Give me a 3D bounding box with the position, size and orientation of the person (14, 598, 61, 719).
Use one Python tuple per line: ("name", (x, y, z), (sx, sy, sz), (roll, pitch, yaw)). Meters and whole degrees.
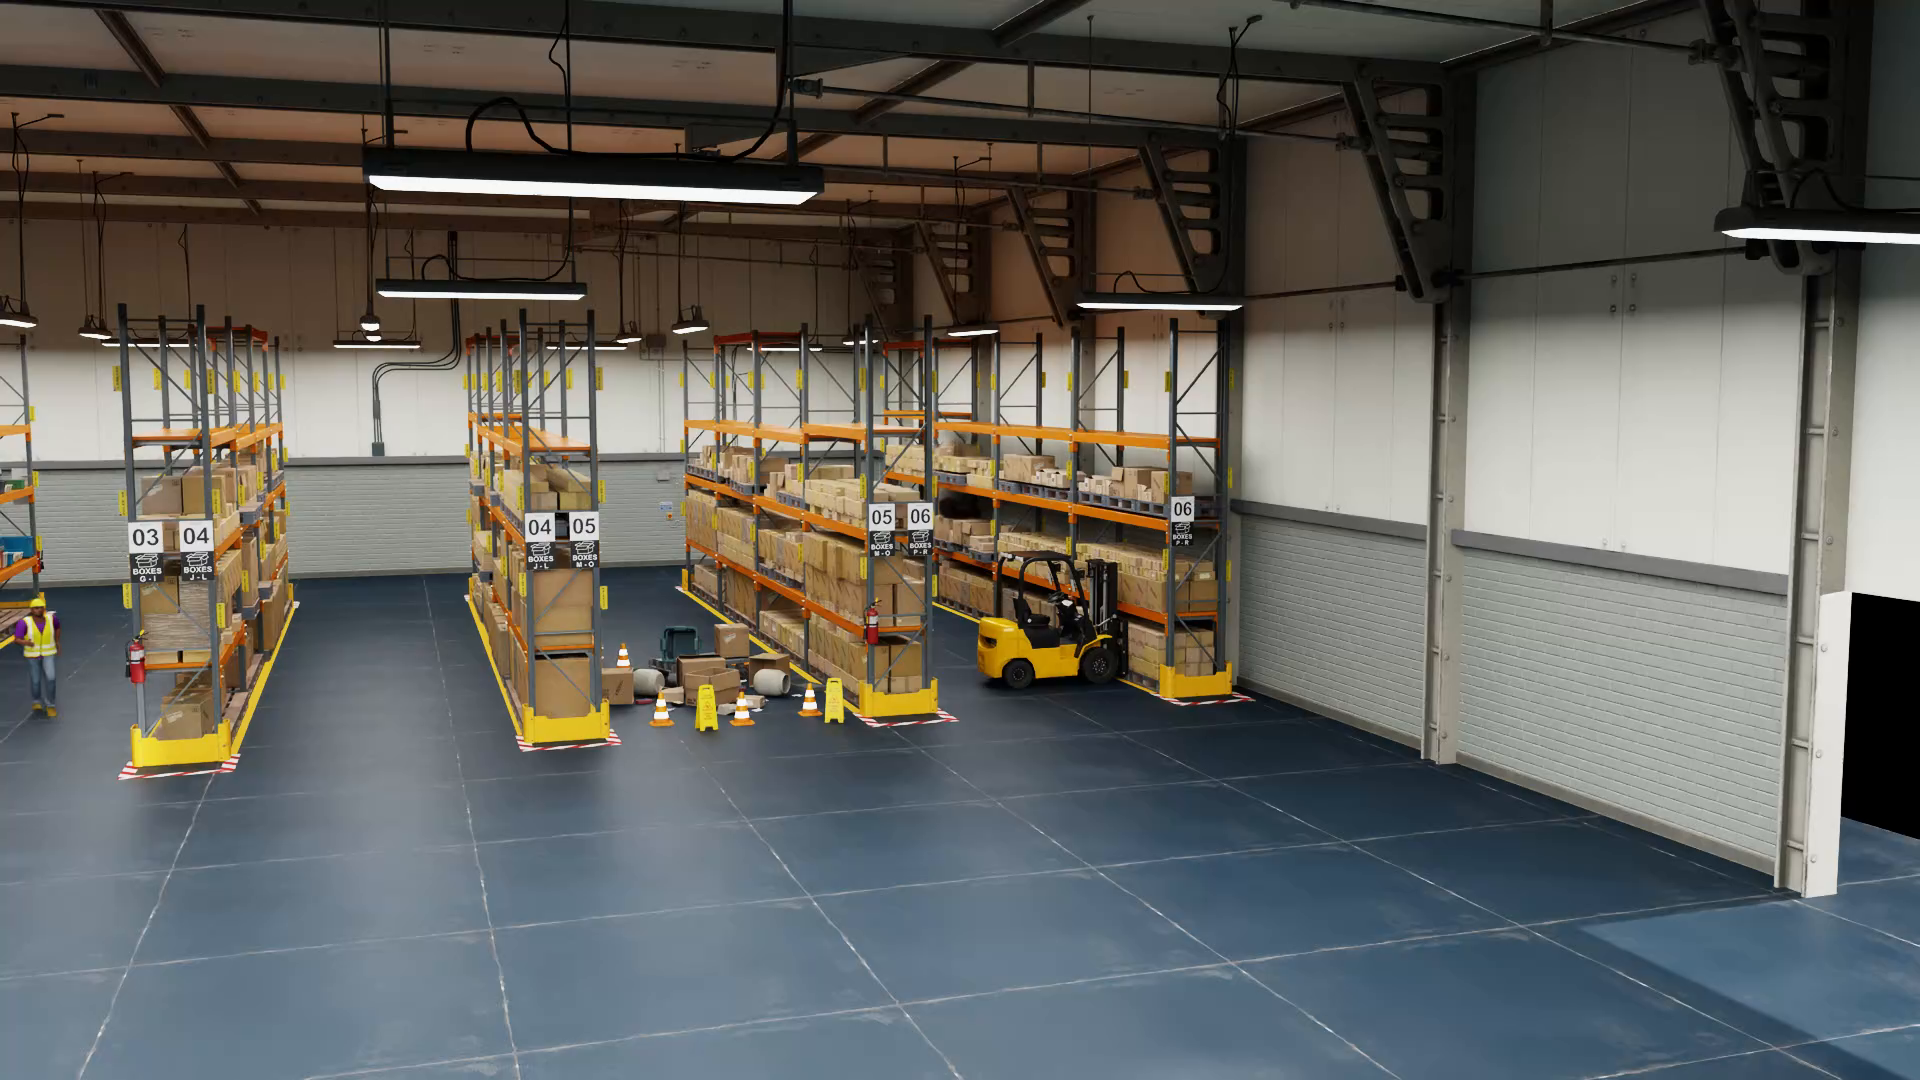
("person", (-13.801, 1.768, 24.929), (0.628, 1.813, 0.826), (-3, 6, -31))
